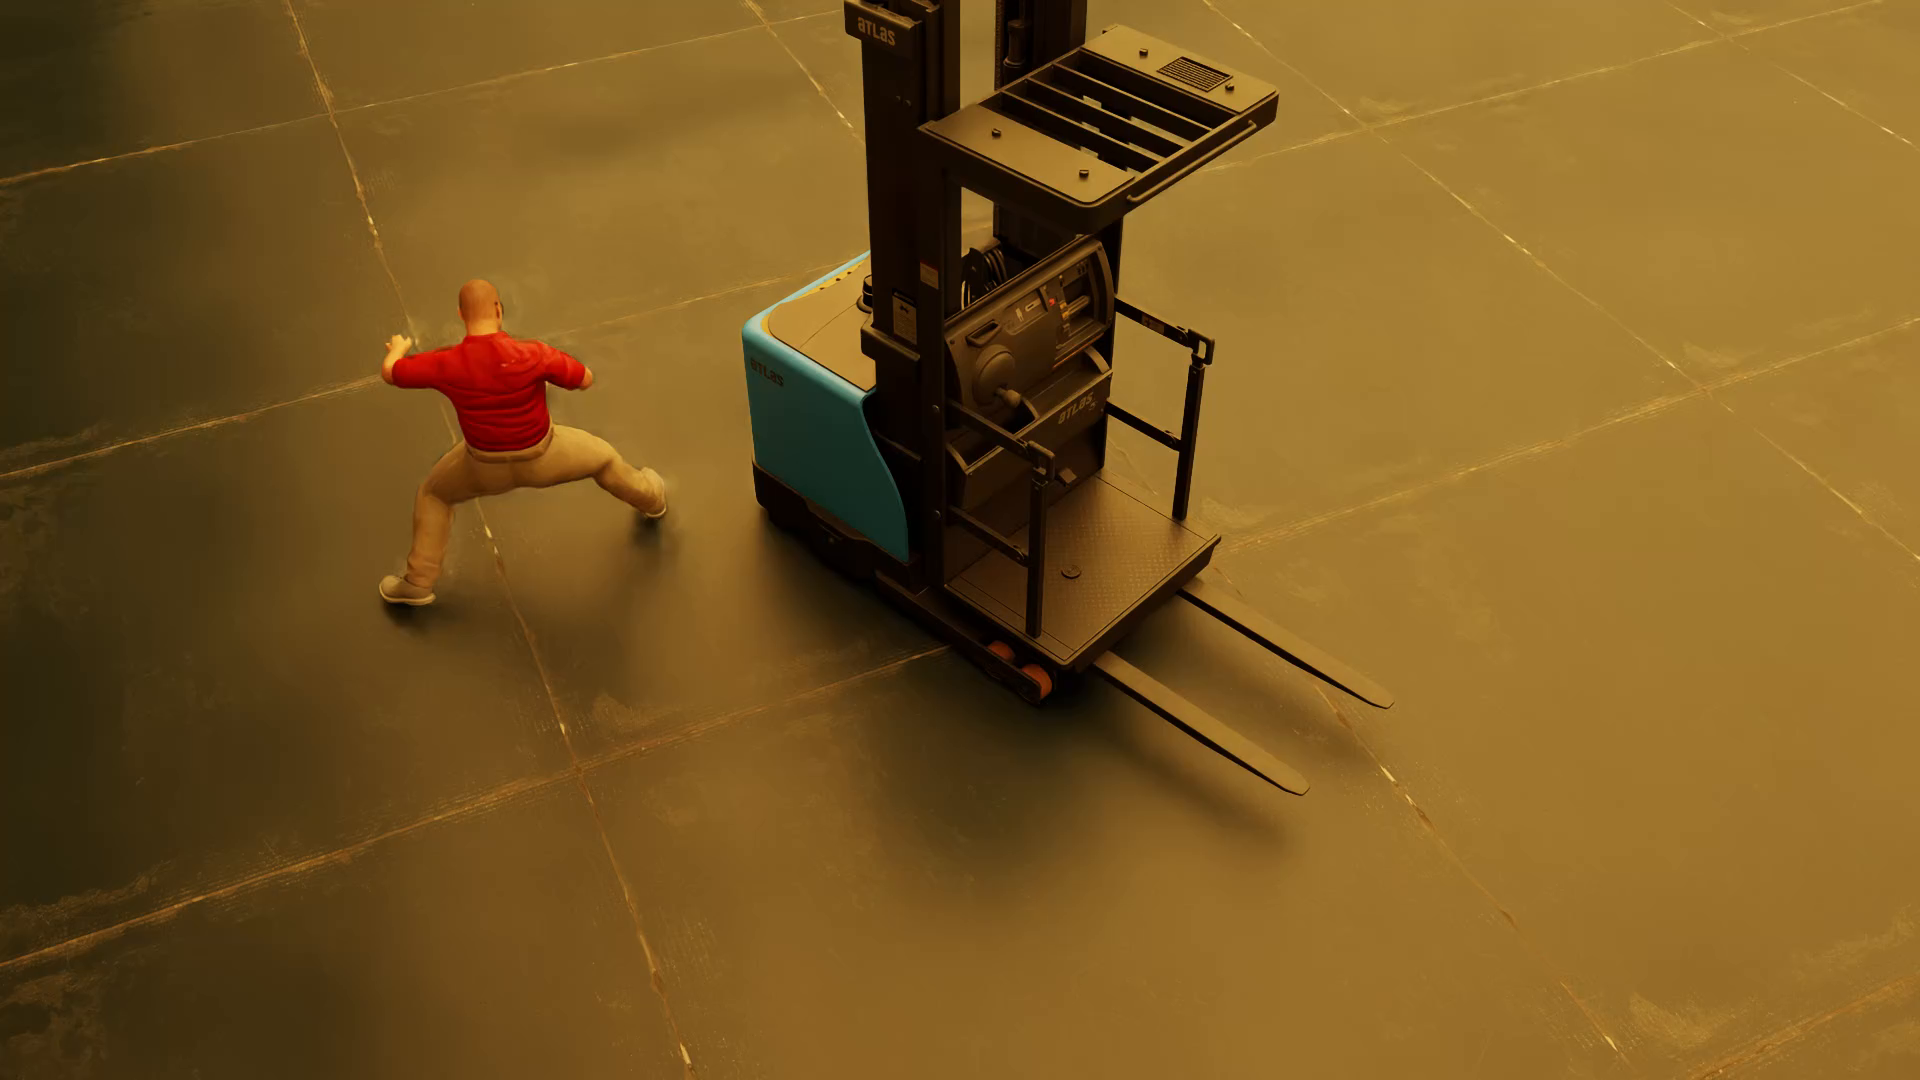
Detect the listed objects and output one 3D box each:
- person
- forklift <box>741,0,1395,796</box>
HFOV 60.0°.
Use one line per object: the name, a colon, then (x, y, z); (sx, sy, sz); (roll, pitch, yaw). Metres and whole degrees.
person: (-2.019, -0.525, 7.270); (1.287, 1.517, 0.852); (-6, 43, -6)
forklift: (0.445, -0.788, 6.525); (3.031, 2.935, 1.130); (32, 52, 30)
